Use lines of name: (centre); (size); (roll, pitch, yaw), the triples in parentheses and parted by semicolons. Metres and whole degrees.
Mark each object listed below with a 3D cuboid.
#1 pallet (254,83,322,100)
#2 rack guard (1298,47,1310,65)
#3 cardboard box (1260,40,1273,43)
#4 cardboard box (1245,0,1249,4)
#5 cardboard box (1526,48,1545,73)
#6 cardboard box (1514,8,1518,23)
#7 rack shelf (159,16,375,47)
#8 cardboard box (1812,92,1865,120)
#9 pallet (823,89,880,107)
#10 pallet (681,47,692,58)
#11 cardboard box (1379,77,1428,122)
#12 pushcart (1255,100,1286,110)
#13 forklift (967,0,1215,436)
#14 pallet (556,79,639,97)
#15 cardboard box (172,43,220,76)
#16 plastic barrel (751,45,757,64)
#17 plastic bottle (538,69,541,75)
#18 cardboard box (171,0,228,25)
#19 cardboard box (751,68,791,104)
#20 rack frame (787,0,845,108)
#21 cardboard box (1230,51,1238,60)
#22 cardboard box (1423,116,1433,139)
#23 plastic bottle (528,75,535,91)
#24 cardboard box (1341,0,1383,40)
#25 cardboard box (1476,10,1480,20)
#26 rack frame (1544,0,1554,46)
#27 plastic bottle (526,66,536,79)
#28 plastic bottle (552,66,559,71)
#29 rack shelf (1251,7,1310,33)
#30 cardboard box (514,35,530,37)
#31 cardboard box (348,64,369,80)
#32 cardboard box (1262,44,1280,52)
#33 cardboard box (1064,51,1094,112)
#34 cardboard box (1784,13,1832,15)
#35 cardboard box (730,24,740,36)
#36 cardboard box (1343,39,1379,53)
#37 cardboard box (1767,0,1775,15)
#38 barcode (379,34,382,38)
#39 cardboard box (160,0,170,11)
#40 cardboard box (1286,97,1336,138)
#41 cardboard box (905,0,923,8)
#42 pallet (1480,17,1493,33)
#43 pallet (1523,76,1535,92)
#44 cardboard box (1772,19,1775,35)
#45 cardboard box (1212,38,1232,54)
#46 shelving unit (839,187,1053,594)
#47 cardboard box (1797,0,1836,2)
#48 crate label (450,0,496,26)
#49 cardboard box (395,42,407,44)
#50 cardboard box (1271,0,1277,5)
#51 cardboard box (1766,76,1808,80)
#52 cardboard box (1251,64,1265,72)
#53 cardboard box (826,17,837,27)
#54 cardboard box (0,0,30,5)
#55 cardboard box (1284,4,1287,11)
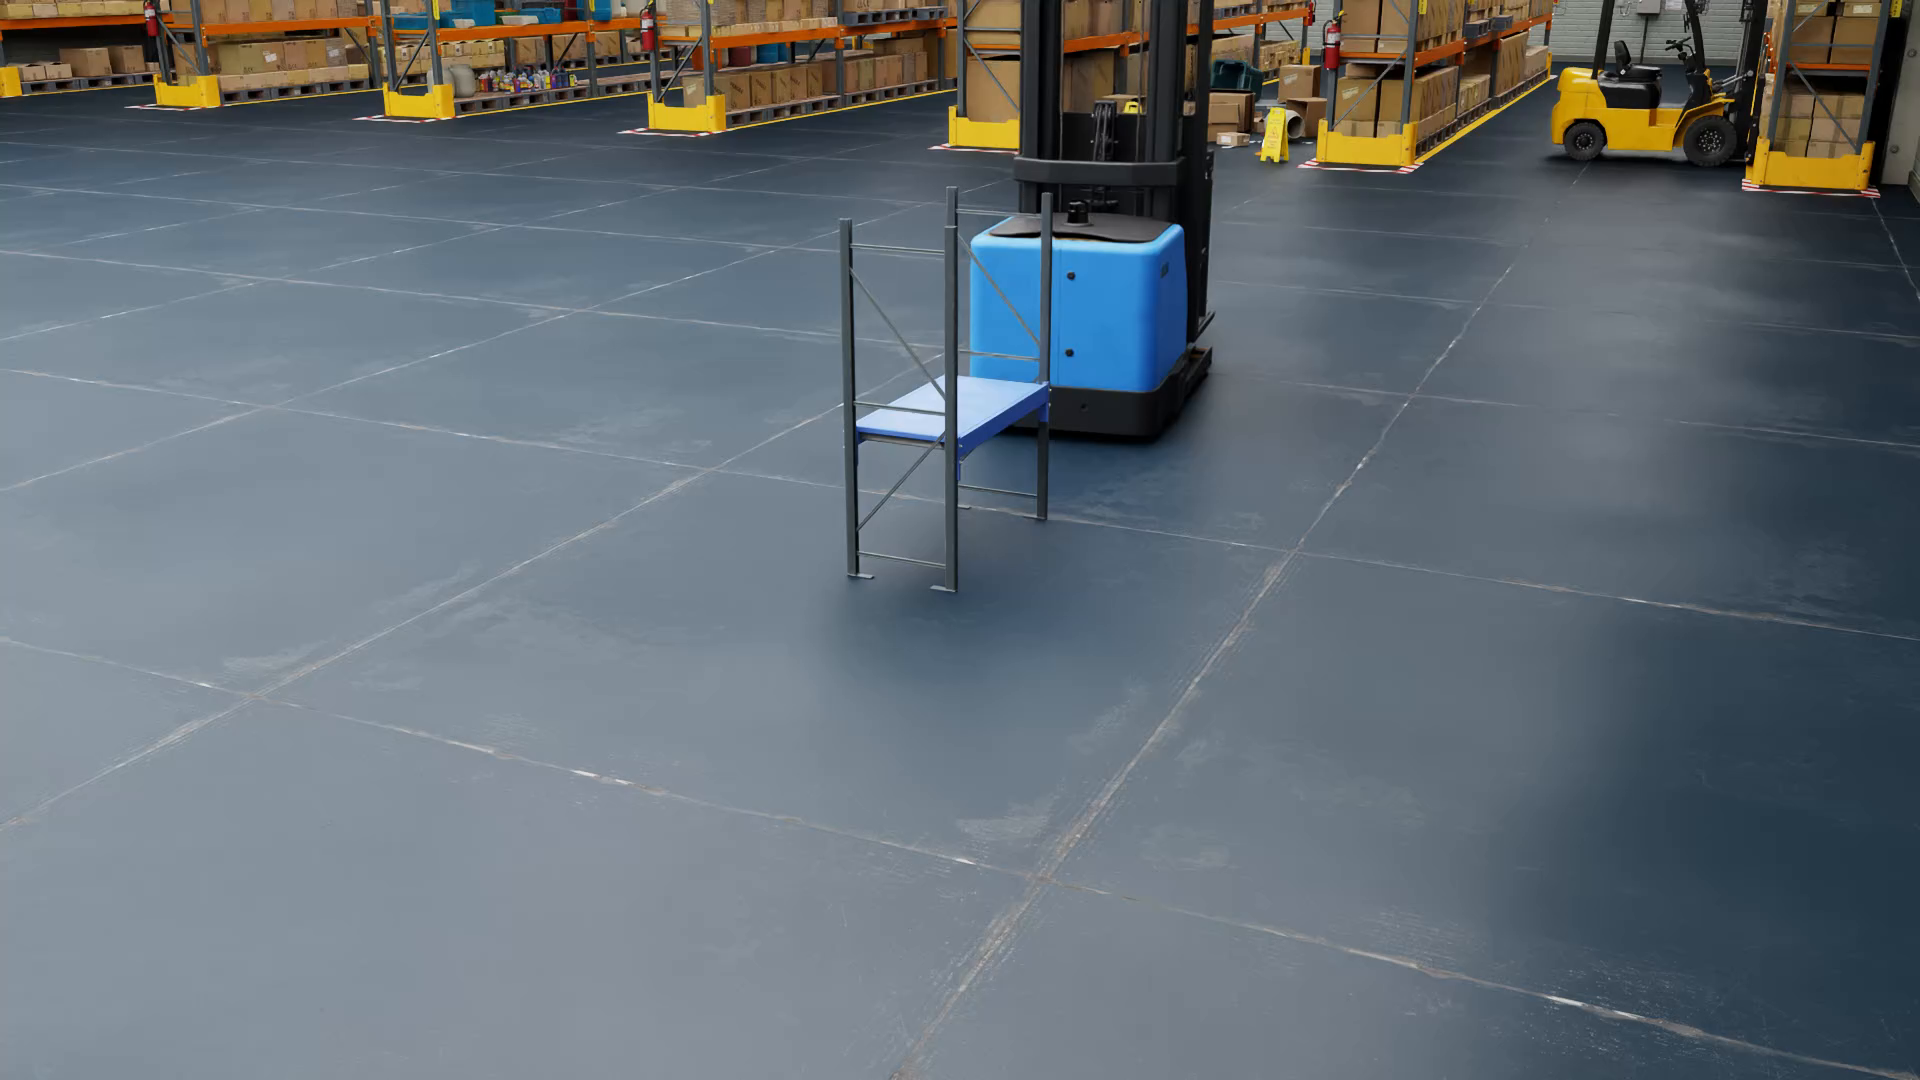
pallet: (-12.301, -8.100, 29.930); (1.003, 0.211, 1.213); (9, 21, 23)
rack guard: (6.963, -10.421, 36.025); (1.175, 0.500, 0.348); (9, 21, 23)
cardboard box: (6.467, -10.543, 35.377); (0.380, 0.149, 0.250); (9, 21, 24)
cardboard box: (5.269, -10.251, 31.564); (0.380, 0.149, 0.250); (9, 21, 23)
cardboard box: (11.006, -9.468, 32.812); (0.875, 0.438, 0.875); (9, 22, 24)
cardboard box: (9.319, -9.043, 28.643); (0.500, 0.250, 0.500); (9, 21, 23)
rack shelf: (-12.258, -9.075, 29.584); (1.077, 0.370, 4.000); (9, 21, 23)
cardboard box: (9.899, -4.897, 18.747); (0.500, 0.250, 0.500); (8, 21, 22)
pallet: (-2.086, -7.589, 28.494); (1.003, 0.211, 1.213); (9, 21, 23)
pallet: (-6.882, -12.113, 41.214); (1.003, 0.211, 1.213); (9, 21, 23)
cardboard box: (5.592, -5.554, 20.968); (0.500, 0.500, 0.500); (8, 21, 21)
pushcart: (4.537, -6.367, 24.810); (1.648, 0.377, 0.936); (1, 20, 4)
forklift: (0.950, -2.389, 9.813); (1.130, 2.935, 3.031); (6, 20, 16)
pallet: (-6.635, -8.276, 30.426); (1.003, 0.211, 1.213); (9, 21, 23)
cardboard box: (-13.129, -8.263, 28.585); (0.500, 0.500, 0.500); (9, 21, 23)
plastic barrel: (-4.487, -10.275, 34.971); (0.421, 0.512, 0.421); (0, 20, 0)
plastic bottle: (-7.452, -8.229, 29.547); (0.097, 0.271, 0.097); (0, 20, 0)
cardboard box: (-12.874, -8.991, 28.124); (0.700, 0.500, 0.500); (9, 21, 23)
cardboard box: (-3.014, -7.192, 26.318); (0.500, 0.500, 0.500); (7, 21, 18)
rack frame: (-2.403, -8.665, 27.357); (1.000, 3.000, 0.127); (9, 21, 23)
cardboard box: (4.859, -8.846, 30.968); (0.500, 0.500, 0.500); (8, 21, 22)
cardboard box: (5.799, -5.349, 21.509); (0.500, 0.250, 0.500); (9, 22, 25)
plastic bottle: (-7.269, -7.753, 28.207); (0.097, 0.271, 0.097); (0, 20, 0)
cardboard box: (4.971, -6.474, 20.602); (0.500, 0.500, 0.500); (8, 21, 22)
cardboard box: (7.453, -7.756, 24.548); (0.380, 0.149, 0.250); (9, 21, 24)
rack frame: (11.552, -10.974, 33.849); (1.000, 3.000, 0.127); (9, 21, 23)
plastic bottle: (-7.499, -8.094, 29.049); (0.144, 0.351, 0.185); (9, 21, 23)
plastic bottle: (-7.054, -8.087, 29.029); (0.144, 0.351, 0.185); (9, 21, 23)
rack shelf: (6.176, -10.672, 34.073); (1.077, 0.370, 4.000); (9, 21, 23)
cardboard box: (-9.613, -10.967, 35.785); (0.500, 0.250, 0.500); (9, 22, 25)
cardboard box: (-11.430, -8.756, 31.090); (0.500, 0.250, 0.500); (9, 21, 23)
cardboard box: (6.350, -10.085, 34.091); (0.380, 0.149, 0.250); (9, 21, 23)
cardboard box: (1.394, -6.692, 24.353); (0.875, 0.875, 0.875); (9, 21, 23)
cardboard box: (9.713, -5.794, 19.134); (0.500, 0.500, 0.500); (9, 22, 24)
cardboard box: (-3.471, -7.527, 24.531); (0.380, 0.149, 0.250); (9, 21, 23)
cardboard box: (4.958, -6.108, 20.542); (0.380, 0.149, 0.250); (9, 22, 25)
cardboard box: (12.943, -8.342, 26.047); (0.500, 0.250, 0.500); (8, 21, 20)
barcode: (-10.955, -9.528, 31.426); (0.001, 0.075, 0.075); (9, 21, 23)
cardboard box: (-15.877, -10.456, 32.588); (0.500, 0.250, 0.500); (9, 21, 23)
cardboard box: (4.958, -5.988, 23.556); (0.500, 0.500, 0.500); (-9, 22, -24)
cardboard box: (-1.087, -9.778, 29.711); (0.700, 0.500, 0.500); (12, 23, 31)
pallet: (7.503, -7.827, 25.287); (1.003, 0.211, 1.213); (9, 21, 23)
pallet: (10.297, -8.659, 31.501); (1.003, 0.211, 1.213); (9, 21, 23)
cardboard box: (11.986, -7.364, 23.922); (0.500, 0.250, 0.500); (8, 21, 21)
cardboard box: (4.644, -9.032, 30.374); (0.500, 0.250, 0.500); (9, 21, 23)
shelving unit: (-0.035, -0.681, 7.144); (0.538, 1.500, 1.048); (9, 21, 23)
cardboard box: (9.484, -6.034, 18.398); (0.380, 0.149, 0.250); (9, 21, 23)
crate label: (-8.053, -8.738, 27.511); (0.502, 0.435, 0.616); (9, 21, 23)
cardboard box: (-11.121, -9.667, 32.816); (0.500, 0.311, 0.500); (8, 21, 23)
cardboard box: (5.985, -10.856, 32.923); (0.500, 0.500, 0.500); (9, 21, 23)
cardboard box: (10.465, -5.739, 21.114); (0.500, 0.250, 0.500); (9, 21, 23)
cardboard box: (5.799, -9.321, 32.830); (0.380, 0.149, 0.250); (8, 21, 20)
cardboard box: (-2.223, -8.441, 27.101); (0.380, 0.149, 0.250); (9, 21, 23)
cardboard box: (-17.128, -9.878, 29.843); (0.500, 0.500, 0.500); (9, 21, 23)
cardboard box: (6.511, -10.983, 34.251); (0.380, 0.149, 0.250); (8, 21, 20)
